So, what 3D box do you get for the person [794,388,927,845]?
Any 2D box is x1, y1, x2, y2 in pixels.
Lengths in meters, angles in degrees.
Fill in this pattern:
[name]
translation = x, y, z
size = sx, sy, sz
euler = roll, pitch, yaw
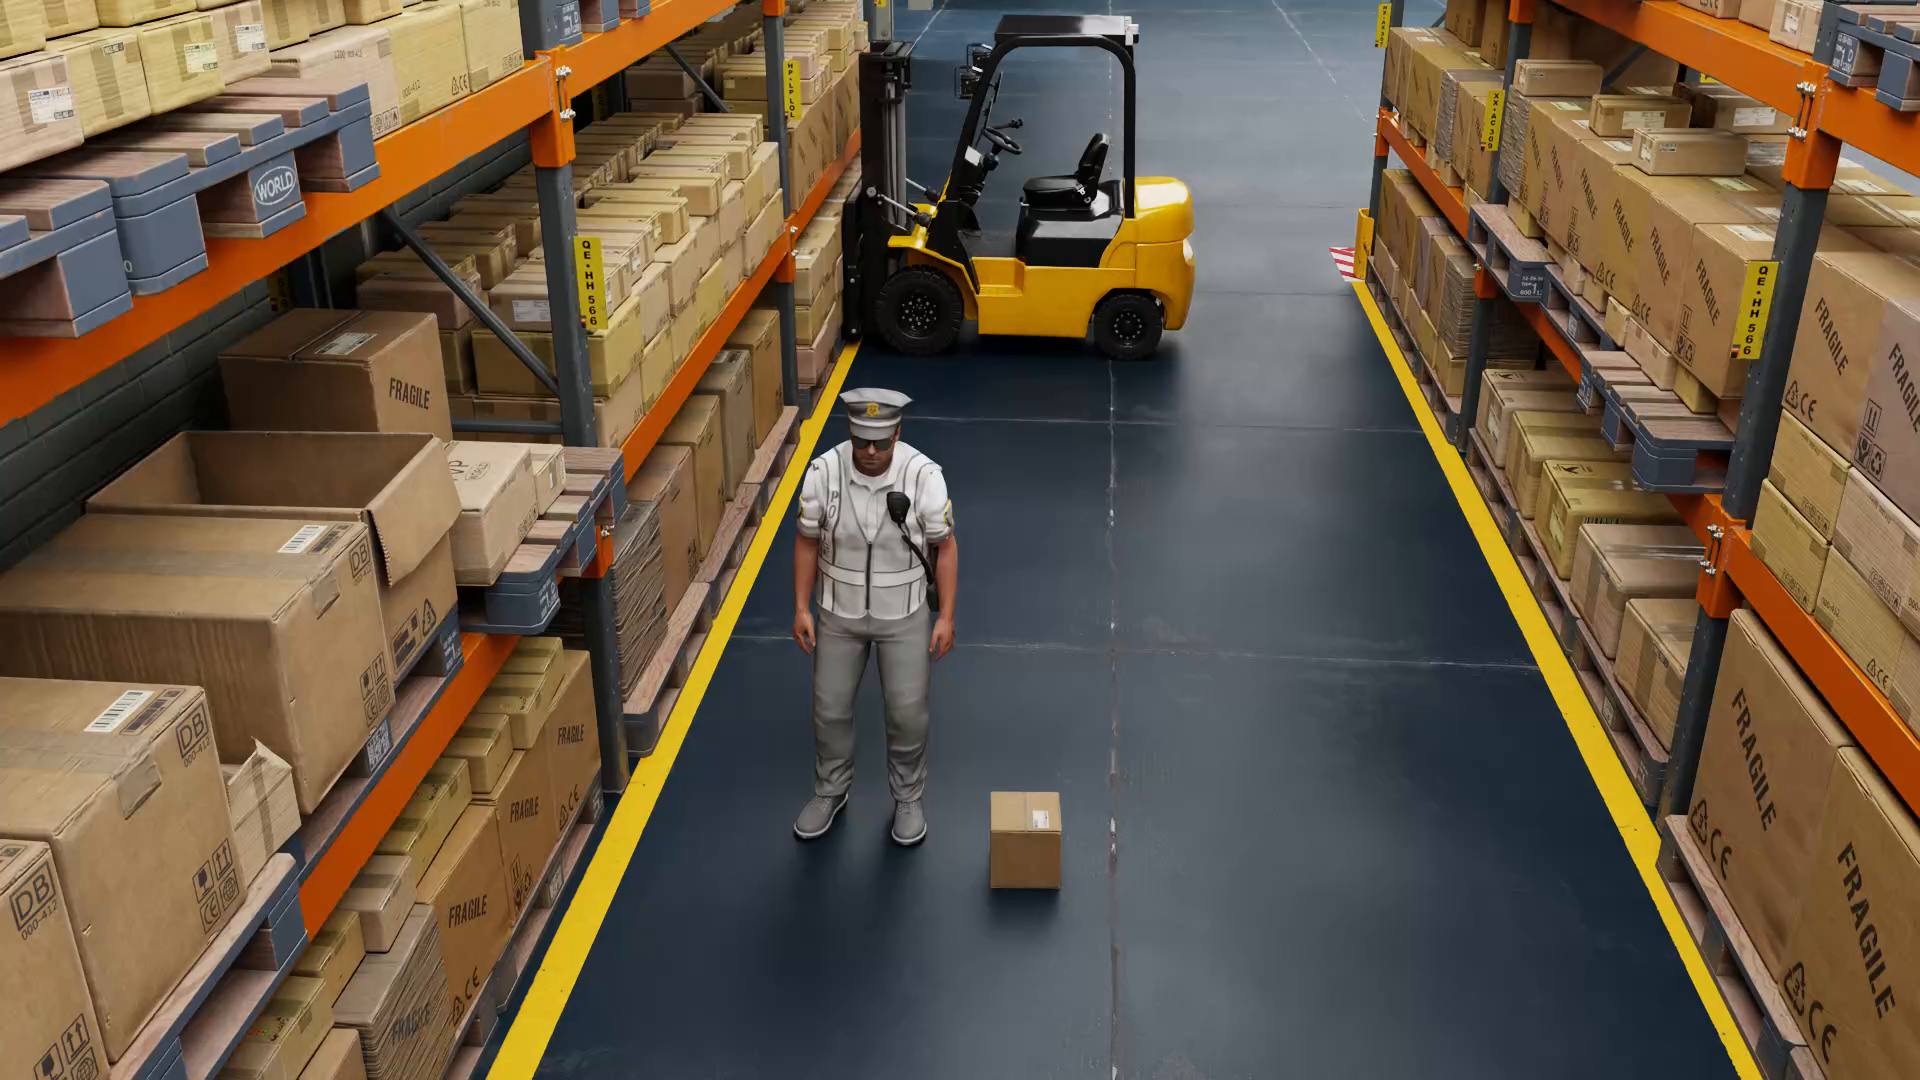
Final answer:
[person]
translation = -0.370, 0.276, 5.983
size = 0.500, 1.750, 0.329
euler = 2, 24, 5
